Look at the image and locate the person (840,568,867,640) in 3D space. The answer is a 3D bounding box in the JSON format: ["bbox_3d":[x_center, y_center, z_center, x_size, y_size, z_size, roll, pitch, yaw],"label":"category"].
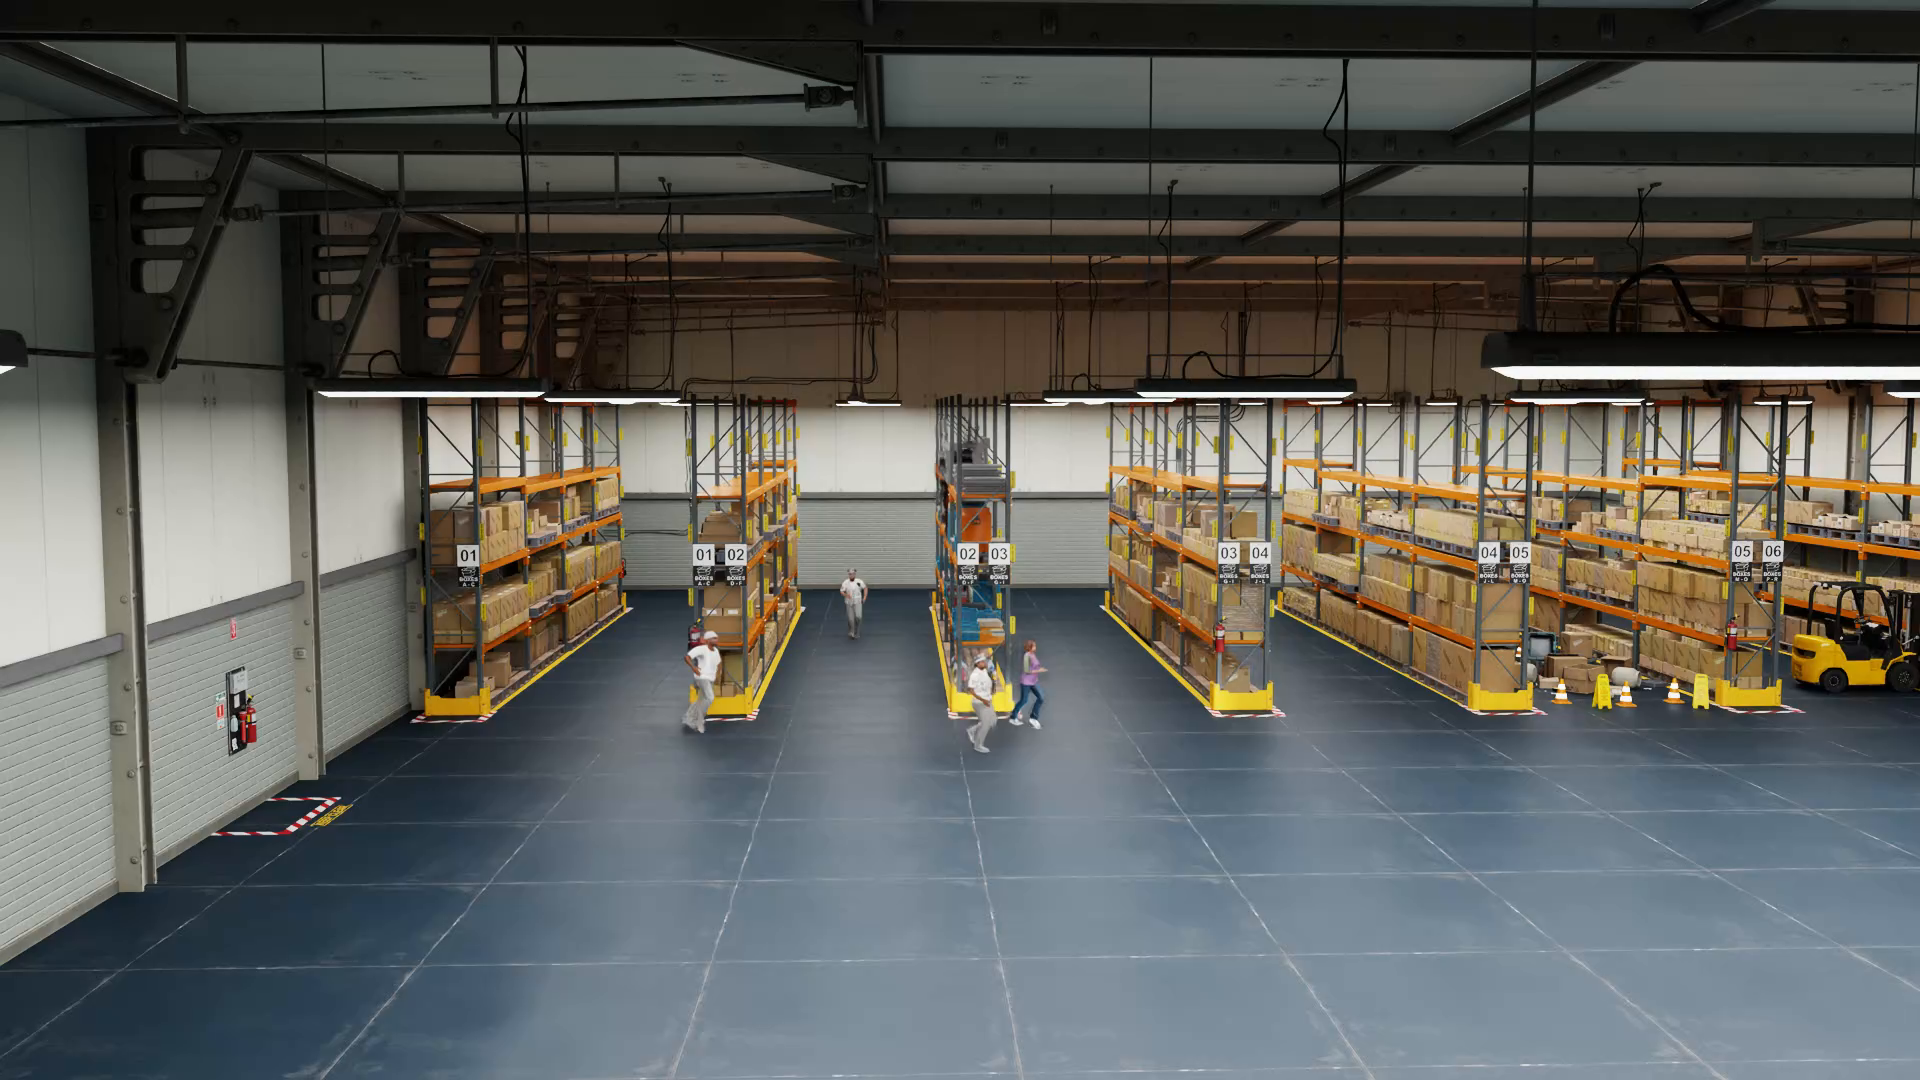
[{"bbox_3d":[-2.648,1.602,41.498,0.671,1.809,0.737,0,5,-4],"label":"person"}]

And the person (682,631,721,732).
[{"bbox_3d":[-4.602,2.528,29.839,0.676,1.795,0.740,2,5,25],"label":"person"}]

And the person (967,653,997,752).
[{"bbox_3d":[0.351,2.717,27.844,0.497,1.658,0.579,2,5,28],"label":"person"}]

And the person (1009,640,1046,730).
[{"bbox_3d":[1.217,2.585,29.737,0.732,1.617,0.466,3,5,31],"label":"person"}]
